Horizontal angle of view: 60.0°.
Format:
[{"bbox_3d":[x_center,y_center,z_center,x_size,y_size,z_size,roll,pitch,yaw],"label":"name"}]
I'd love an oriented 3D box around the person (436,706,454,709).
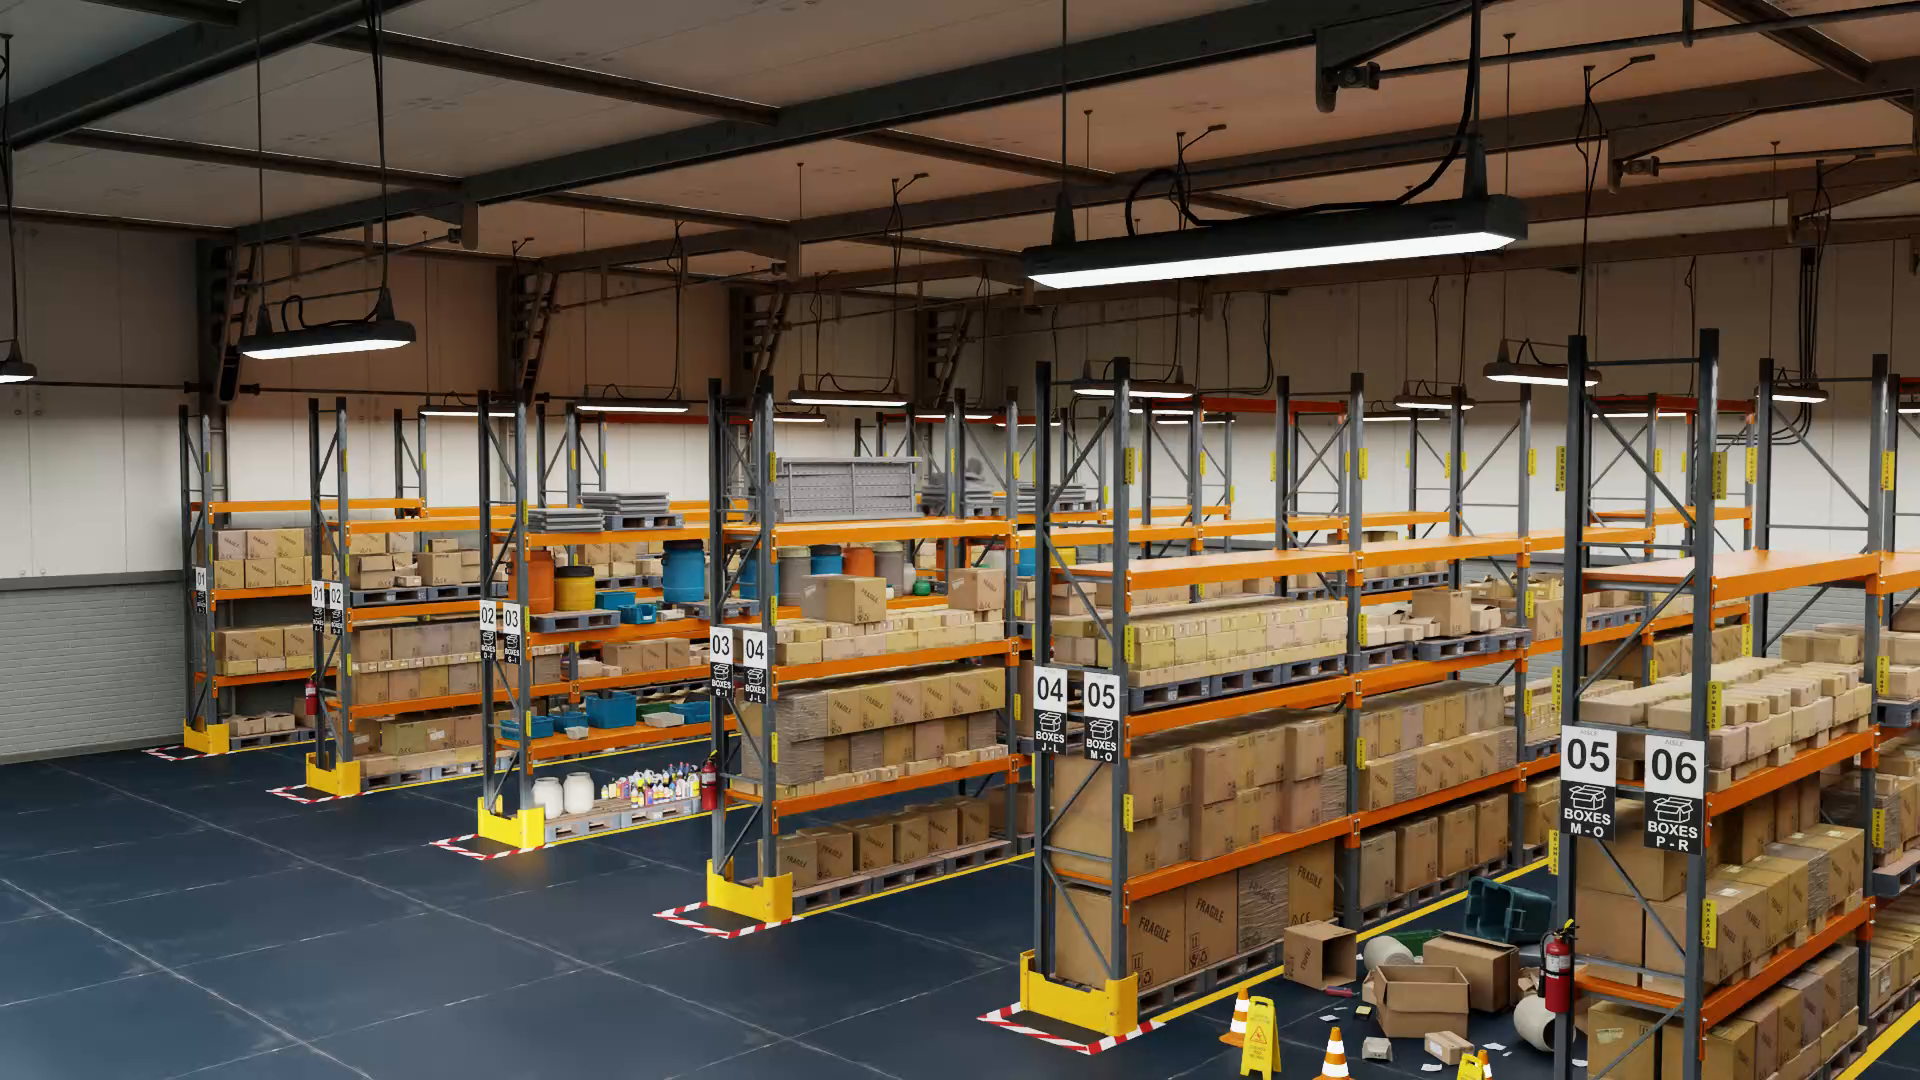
[{"bbox_3d":[-8.788,2.801,28.587,0.731,1.733,0.722,2,4,35],"label":"person"}]
